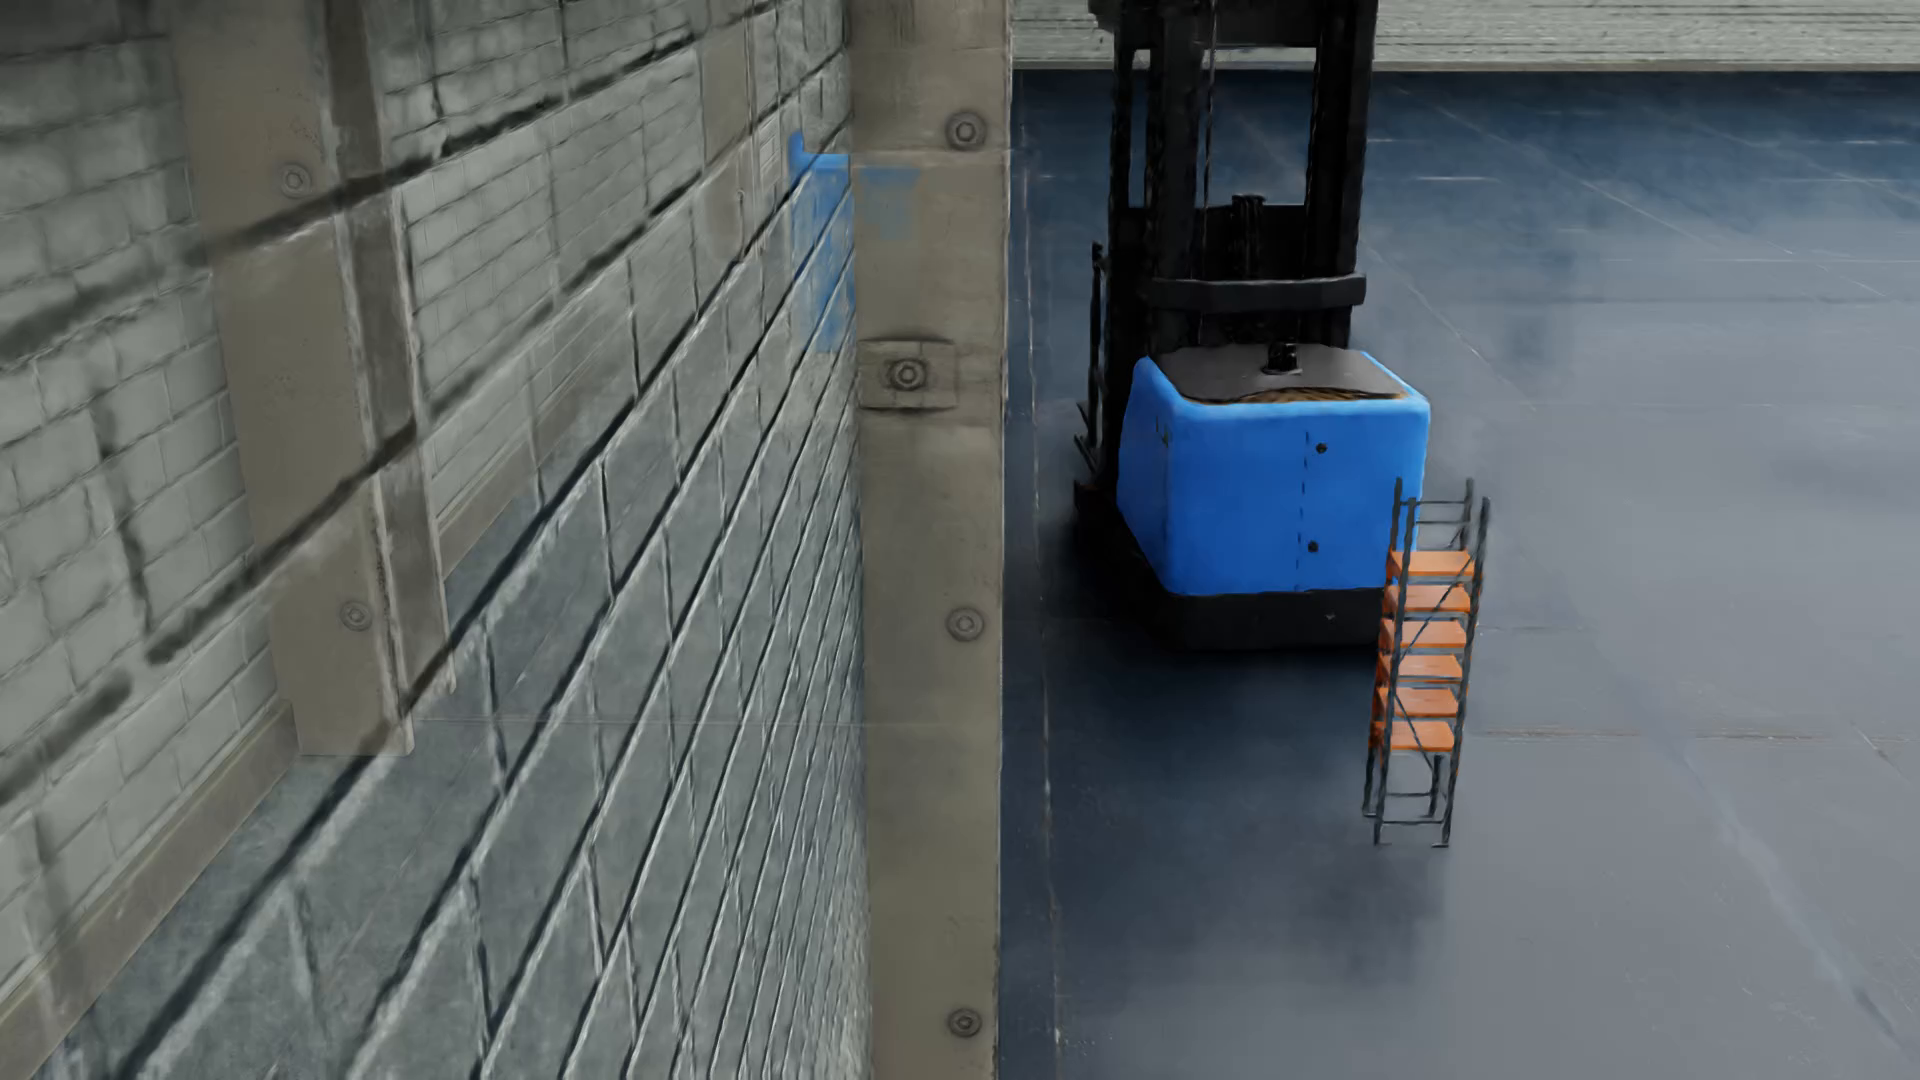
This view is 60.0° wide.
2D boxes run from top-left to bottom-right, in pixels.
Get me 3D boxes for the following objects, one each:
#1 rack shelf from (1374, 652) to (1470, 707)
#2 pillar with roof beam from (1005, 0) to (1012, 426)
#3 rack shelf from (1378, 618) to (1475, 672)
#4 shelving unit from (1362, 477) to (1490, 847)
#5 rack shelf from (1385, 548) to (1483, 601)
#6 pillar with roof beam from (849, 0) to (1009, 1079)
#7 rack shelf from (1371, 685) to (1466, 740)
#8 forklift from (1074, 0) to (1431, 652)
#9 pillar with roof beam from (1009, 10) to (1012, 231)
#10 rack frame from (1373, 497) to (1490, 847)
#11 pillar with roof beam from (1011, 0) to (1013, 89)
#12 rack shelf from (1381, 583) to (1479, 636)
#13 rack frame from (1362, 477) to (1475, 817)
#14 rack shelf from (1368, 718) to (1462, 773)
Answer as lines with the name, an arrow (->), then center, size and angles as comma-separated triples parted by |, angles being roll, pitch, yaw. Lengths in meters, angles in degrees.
rack shelf -> 0.000, -0.523, 5.341 | 0.258, 0.103, 0.180 | 1, 21, 2
pillar with roof beam -> 2.962, -5.853, 8.173 | 9.100, 9.000, 0.400 | 1, 21, 2
rack shelf -> 0.000, -0.635, 5.298 | 0.258, 0.103, 0.180 | 1, 21, 2
shelving unit -> 0.000, -0.565, 5.325 | 0.258, 1.200, 0.189 | 1, 21, 2
rack shelf -> 0.000, -0.859, 5.211 | 0.258, 0.103, 0.180 | 1, 21, 2
pillar with roof beam -> 2.779, -3.684, 2.582 | 9.100, 9.000, 0.400 | 1, 21, 2
rack shelf -> 0.000, -0.411, 5.385 | 0.258, 0.103, 0.180 | 1, 21, 2
forklift -> -0.301, -2.378, 7.606 | 1.130, 2.935, 3.031 | -2, 21, -6
pillar with roof beam -> 3.144, -8.022, 13.764 | 9.100, 9.000, 0.400 | 1, 21, 2
rack frame -> -0.002, -0.532, 5.240 | 0.240, 1.200, 0.006 | 1, 21, 2
pillar with roof beam -> 3.509, -12.361, 24.947 | 9.100, 9.000, 0.400 | 1, 21, 2
rack shelf -> 0.000, -0.747, 5.255 | 0.258, 0.103, 0.180 | 1, 21, 2
rack frame -> 0.003, -0.598, 5.411 | 0.240, 1.200, 0.006 | 1, 21, 2
rack shelf -> 0.000, -0.299, 5.428 | 0.258, 0.103, 0.180 | 1, 21, 2
